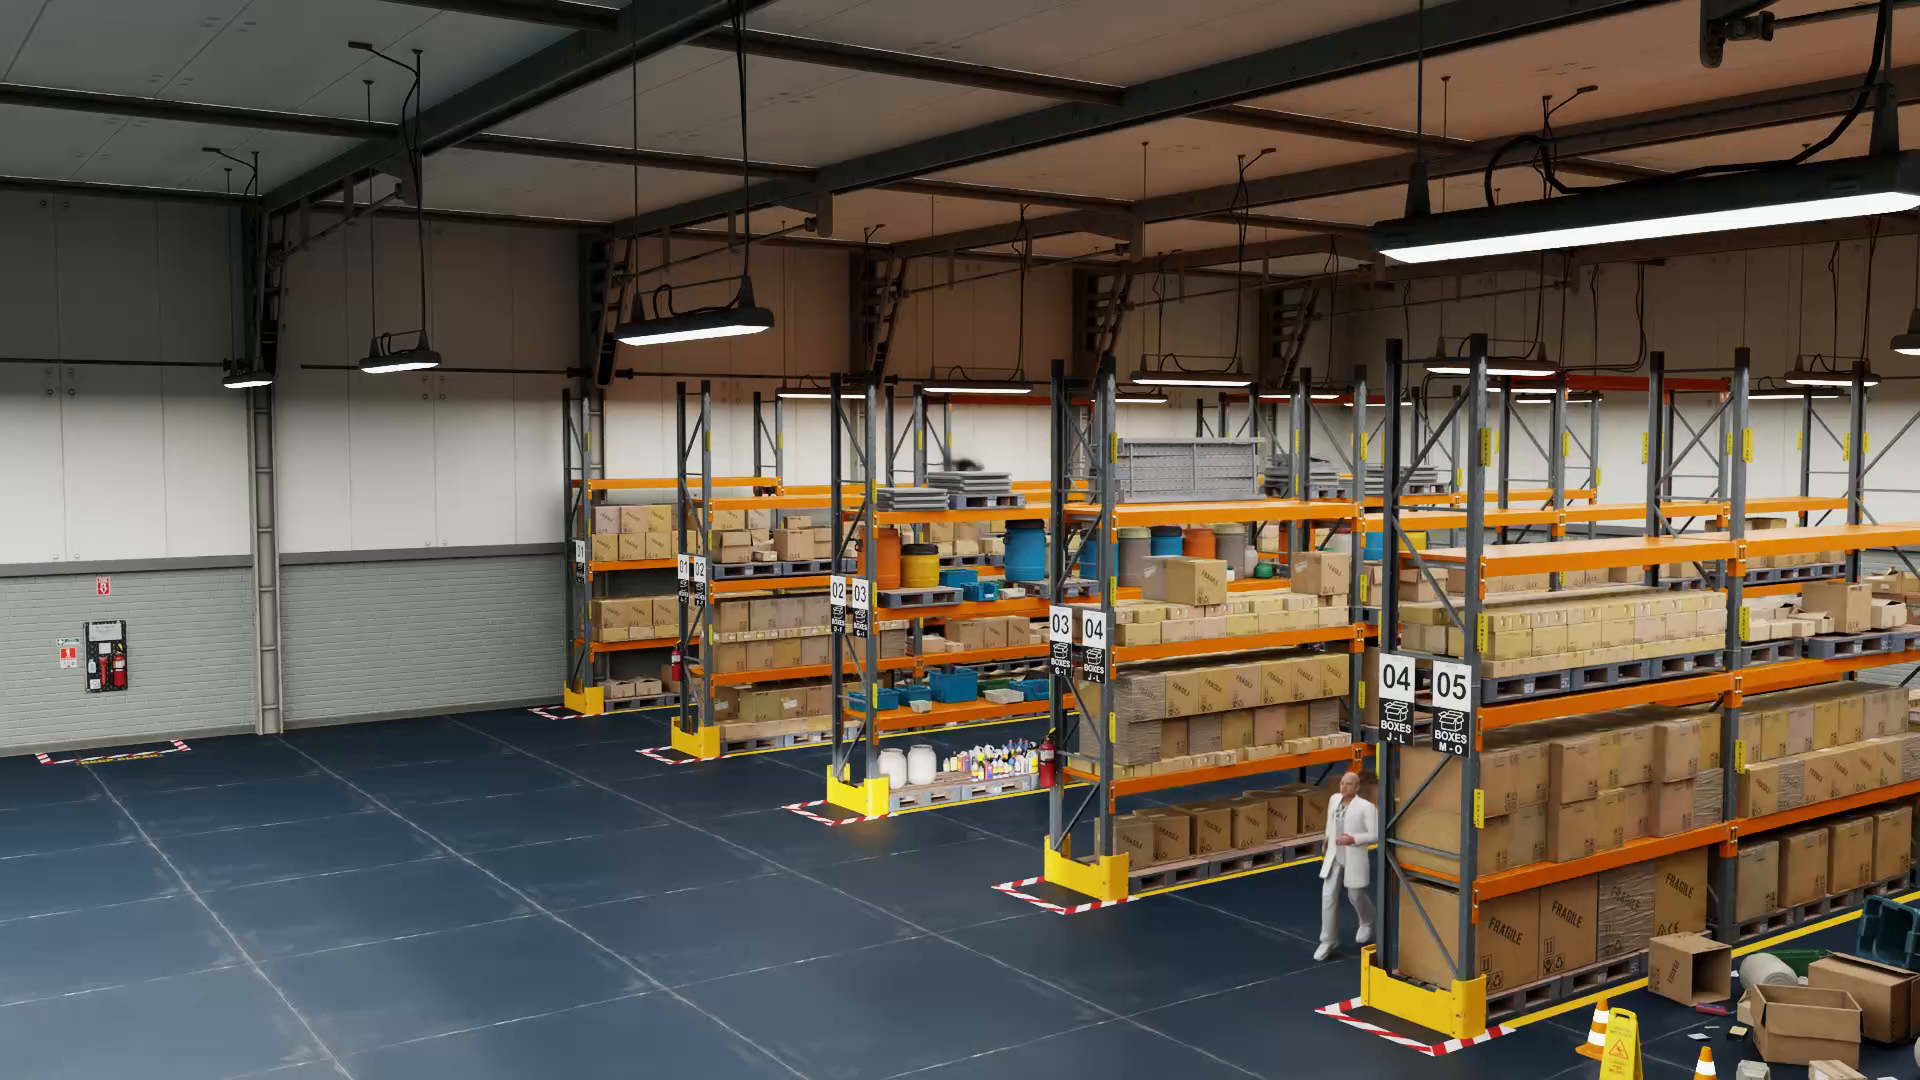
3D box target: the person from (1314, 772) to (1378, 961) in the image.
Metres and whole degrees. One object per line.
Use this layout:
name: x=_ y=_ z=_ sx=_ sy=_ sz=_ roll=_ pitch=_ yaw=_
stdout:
person: x=3.840 y=3.202 z=16.508 sx=0.697 sy=1.808 sz=0.912 roll=3 pitch=5 yaw=41

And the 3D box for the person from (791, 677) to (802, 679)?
person: x=-2.911 y=2.368 z=30.048 sx=0.683 sy=1.716 sz=0.616 roll=-3 pitch=5 yaw=-39
